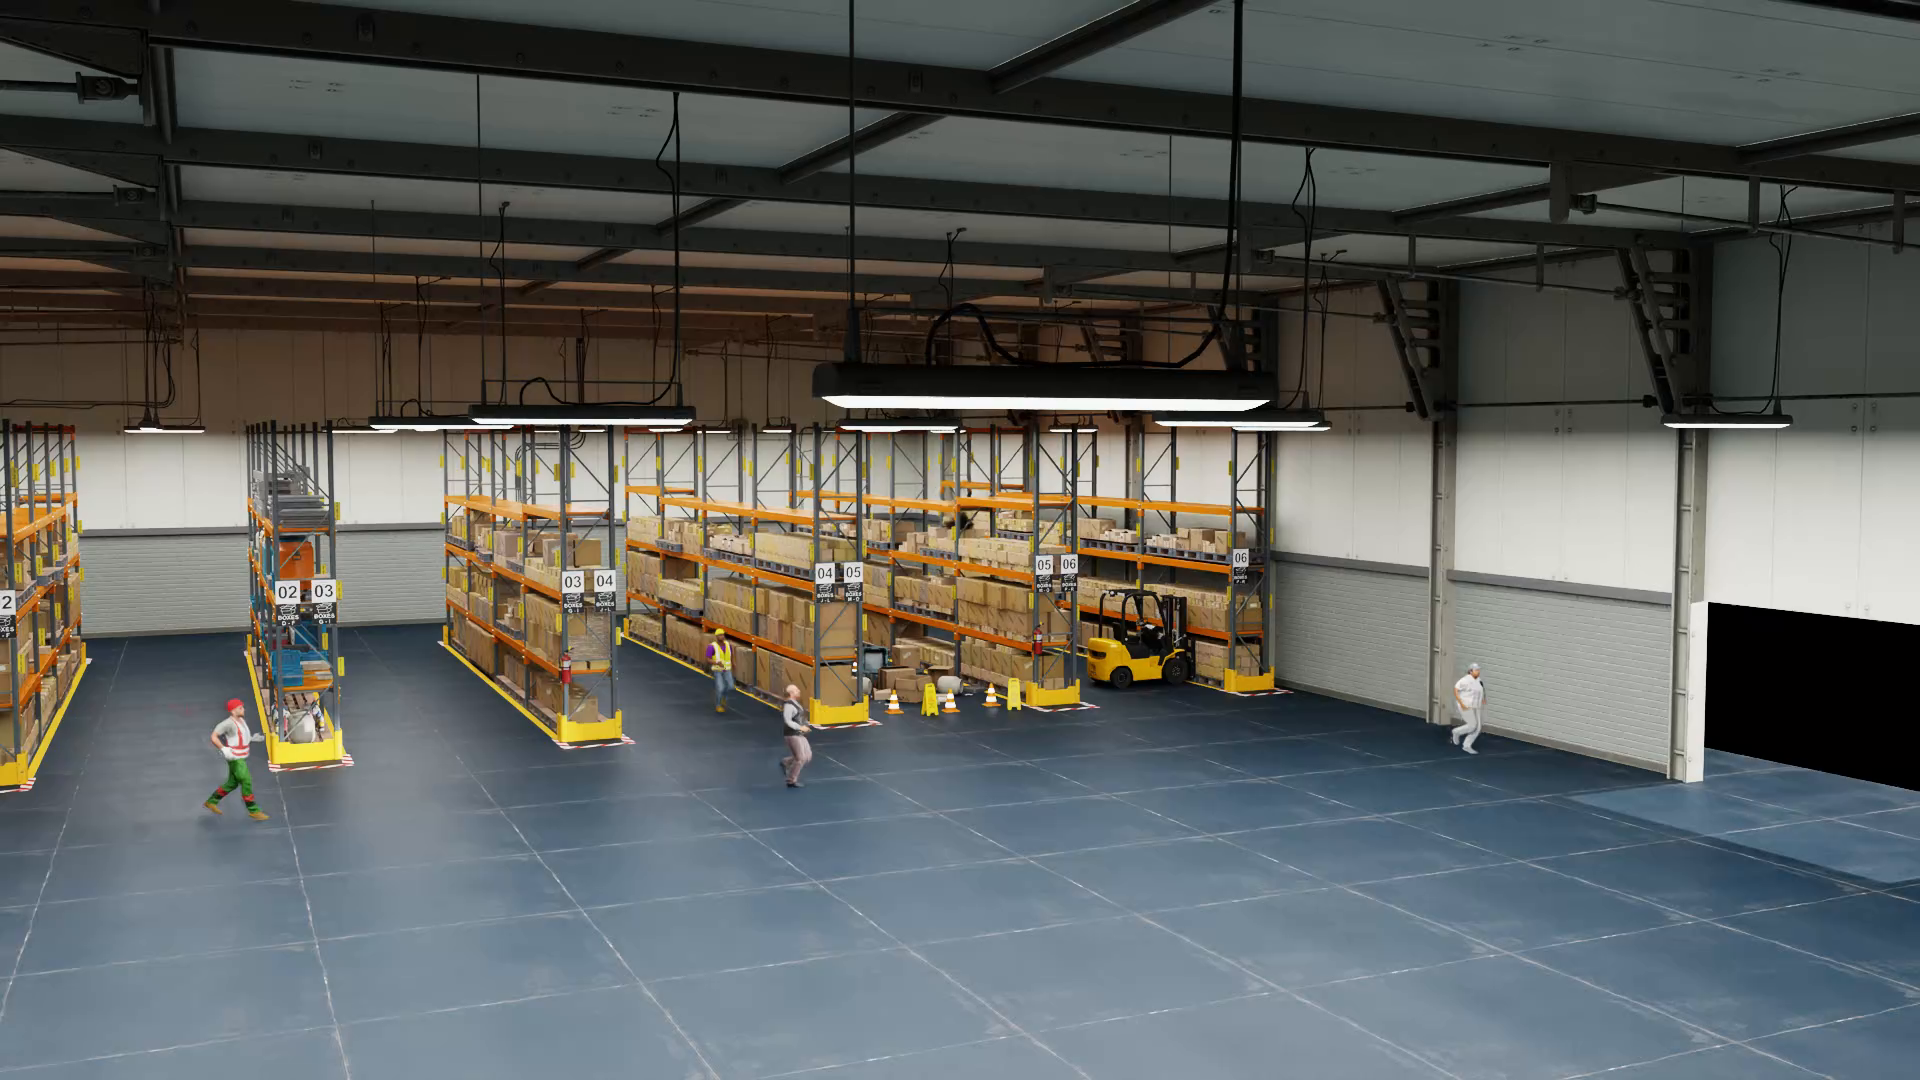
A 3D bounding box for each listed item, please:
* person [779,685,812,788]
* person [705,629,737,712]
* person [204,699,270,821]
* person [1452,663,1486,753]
[{"bbox_3d":[-2.697,3.195,27.125,0.580,1.679,0.660,0,4,6],"label":"person"},{"bbox_3d":[-4.927,2.701,34.496,0.693,1.724,0.575,-2,4,-34],"label":"person"},{"bbox_3d":[-10.754,3.263,24.732,0.953,1.807,0.651,0,4,-5],"label":"person"},{"bbox_3d":[9.243,3.037,30.154,0.620,1.627,0.542,-3,4,-36],"label":"person"}]
